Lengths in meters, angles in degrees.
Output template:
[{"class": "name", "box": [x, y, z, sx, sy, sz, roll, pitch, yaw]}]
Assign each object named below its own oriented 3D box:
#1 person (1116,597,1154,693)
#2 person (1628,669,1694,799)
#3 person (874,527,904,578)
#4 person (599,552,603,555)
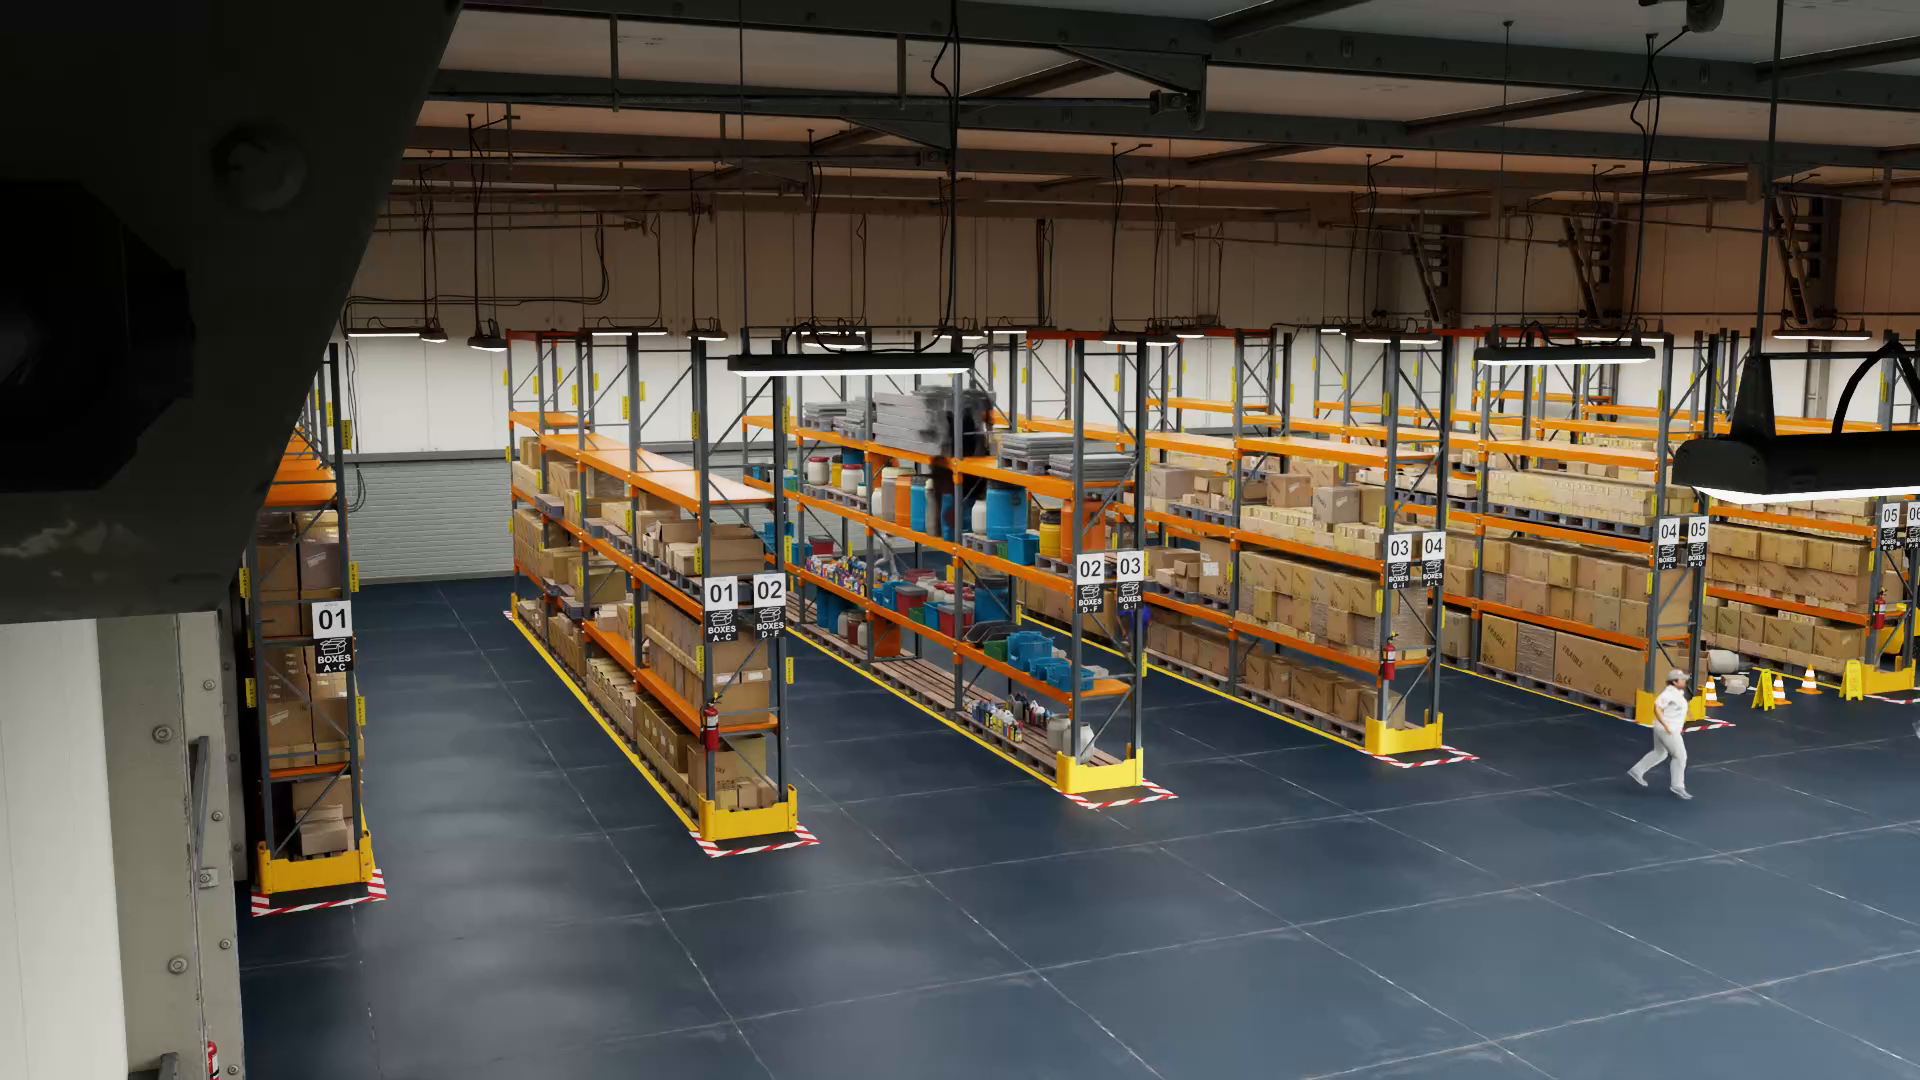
[{"class": "person", "box": [2.988, 1.692, 28.138, 0.549, 1.717, 0.781, -4, 9, -29]}, {"class": "person", "box": [9.296, 2.532, 21.986, 0.815, 1.705, 0.601, 3, 8, 22]}, {"class": "person", "box": [-1.780, 0.092, 39.668, 0.920, 1.699, 0.582, -3, 8, -19]}, {"class": "person", "box": [-7.819, 0.596, 35.840, 0.787, 1.761, 0.684, 2, 8, 15]}]
